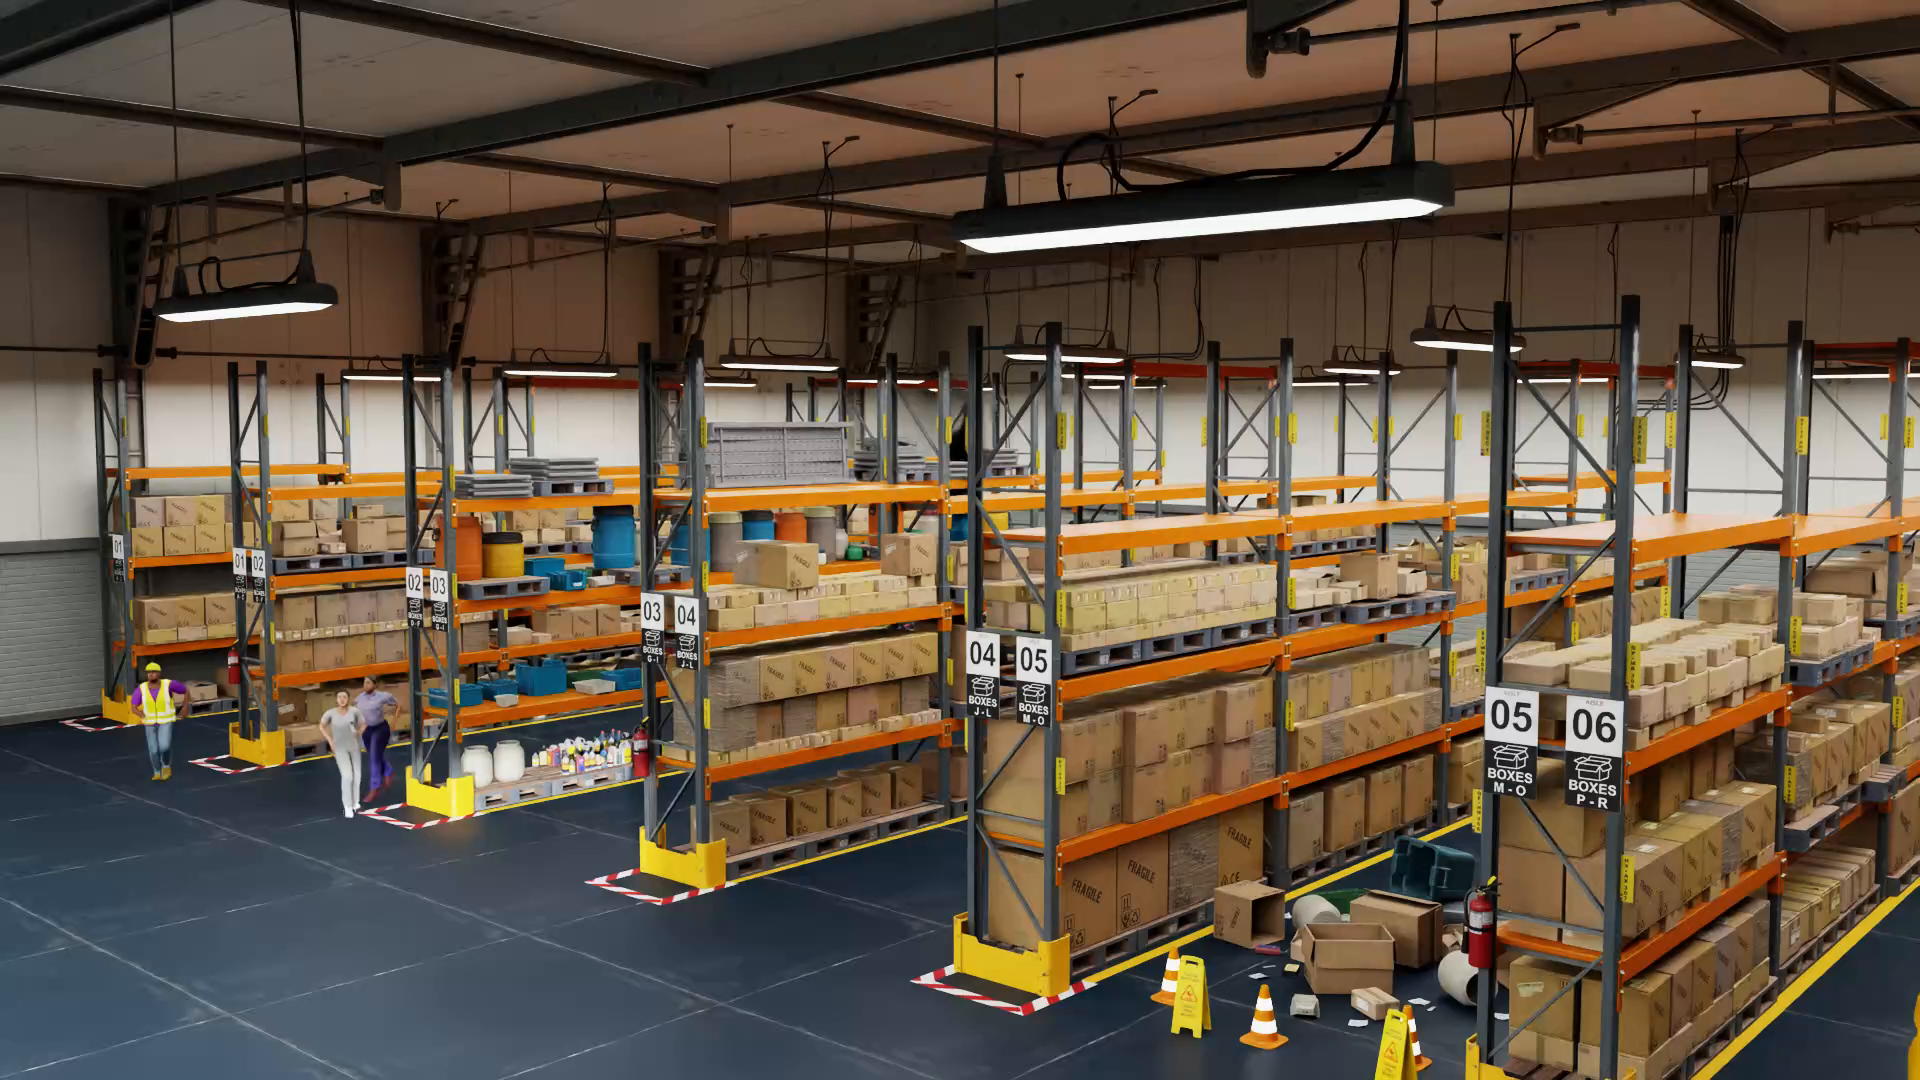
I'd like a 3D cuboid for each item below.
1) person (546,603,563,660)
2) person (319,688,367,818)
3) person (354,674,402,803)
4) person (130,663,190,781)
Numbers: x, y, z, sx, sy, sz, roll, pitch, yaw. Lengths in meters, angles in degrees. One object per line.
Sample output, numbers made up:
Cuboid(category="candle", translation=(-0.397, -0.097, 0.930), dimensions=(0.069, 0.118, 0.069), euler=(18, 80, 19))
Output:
Cuboid(category="person", translation=(-7.582, 2.008, 31.066), dimensions=(0.631, 1.842, 0.830), euler=(3, 5, 35))
Cuboid(category="person", translation=(-7.987, 2.767, 21.601), dimensions=(0.556, 1.704, 0.644), euler=(-3, 5, -34))
Cuboid(category="person", translation=(-7.983, 2.653, 22.692), dimensions=(0.615, 1.667, 0.915), euler=(1, 4, 18))
Cuboid(category="person", translation=(-11.237, 2.568, 23.350), dimensions=(0.721, 1.716, 0.806), euler=(-1, 4, -13))
